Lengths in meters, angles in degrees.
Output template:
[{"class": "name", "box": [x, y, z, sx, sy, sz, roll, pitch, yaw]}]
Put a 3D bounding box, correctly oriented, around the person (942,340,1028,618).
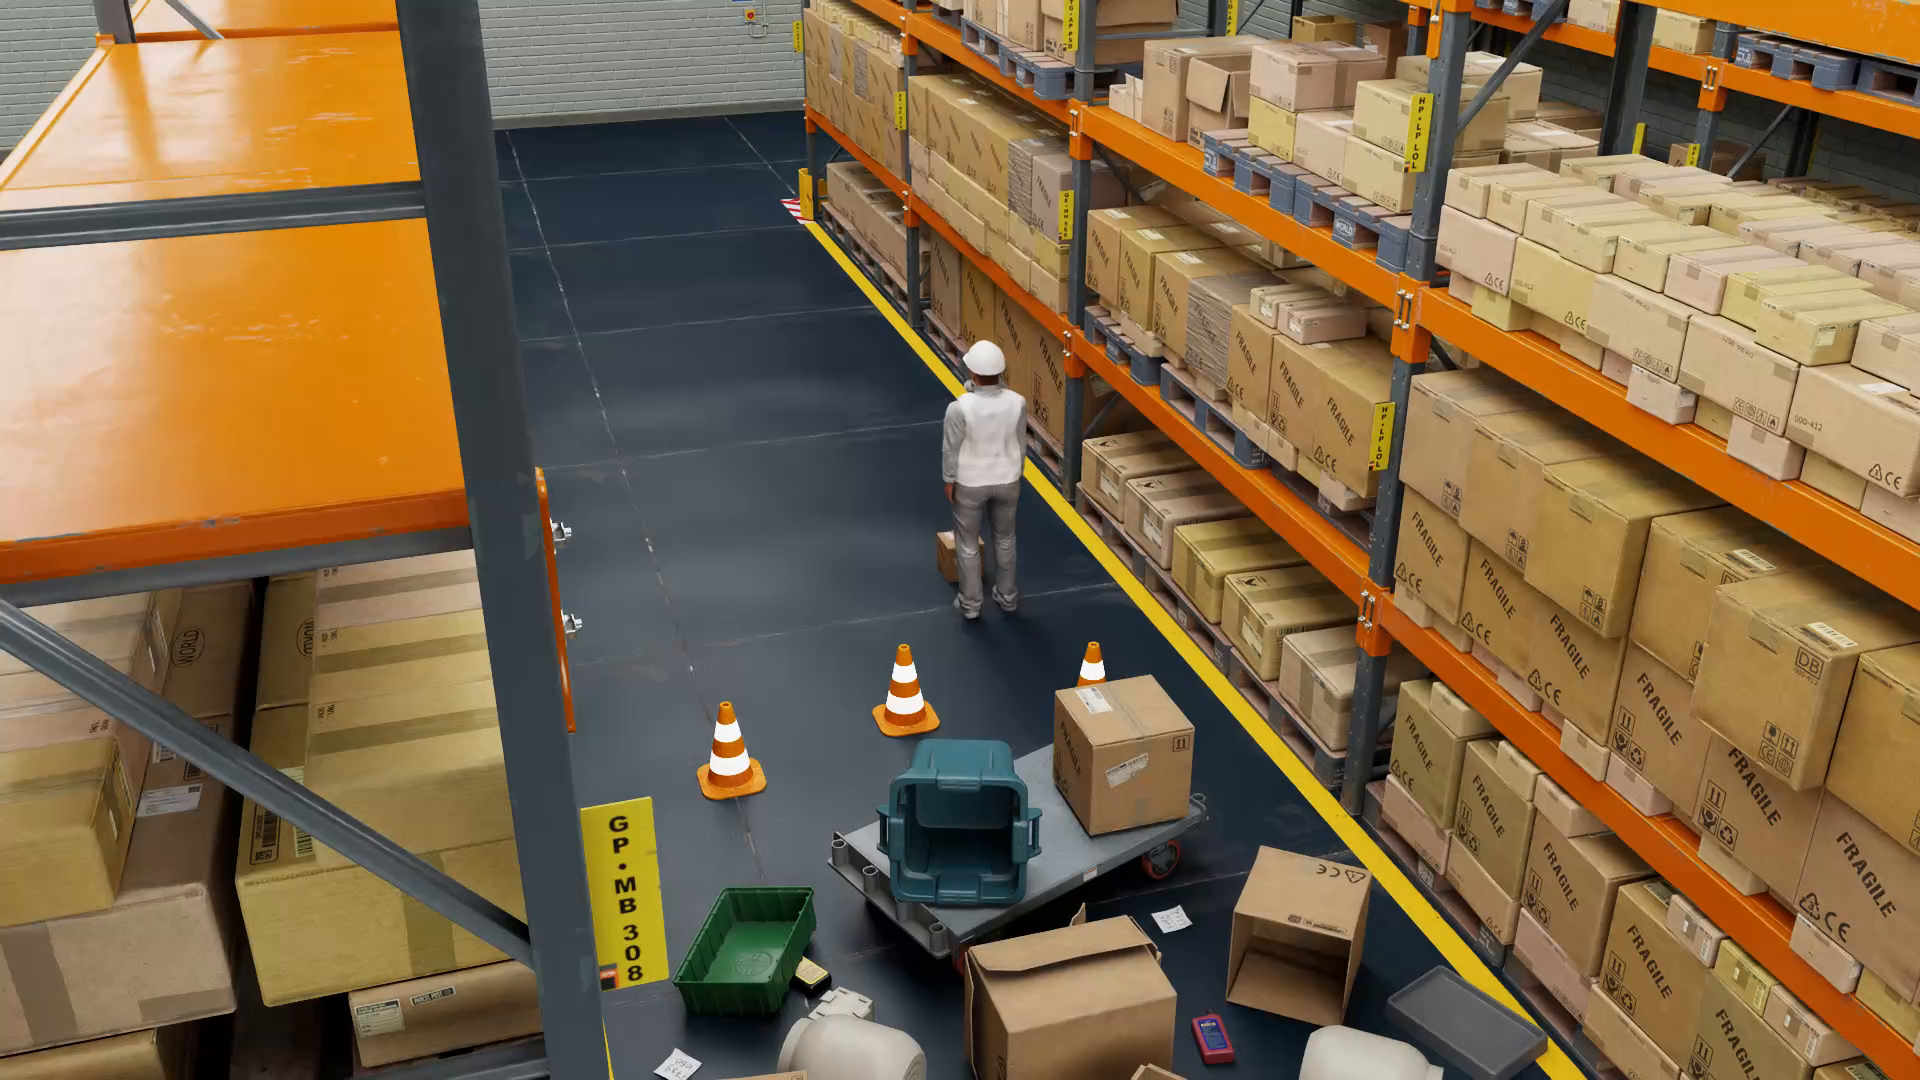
[{"class": "person", "box": [0.141, -0.363, 10.106, 0.532, 1.791, 0.359, -8, 27, -15]}]
